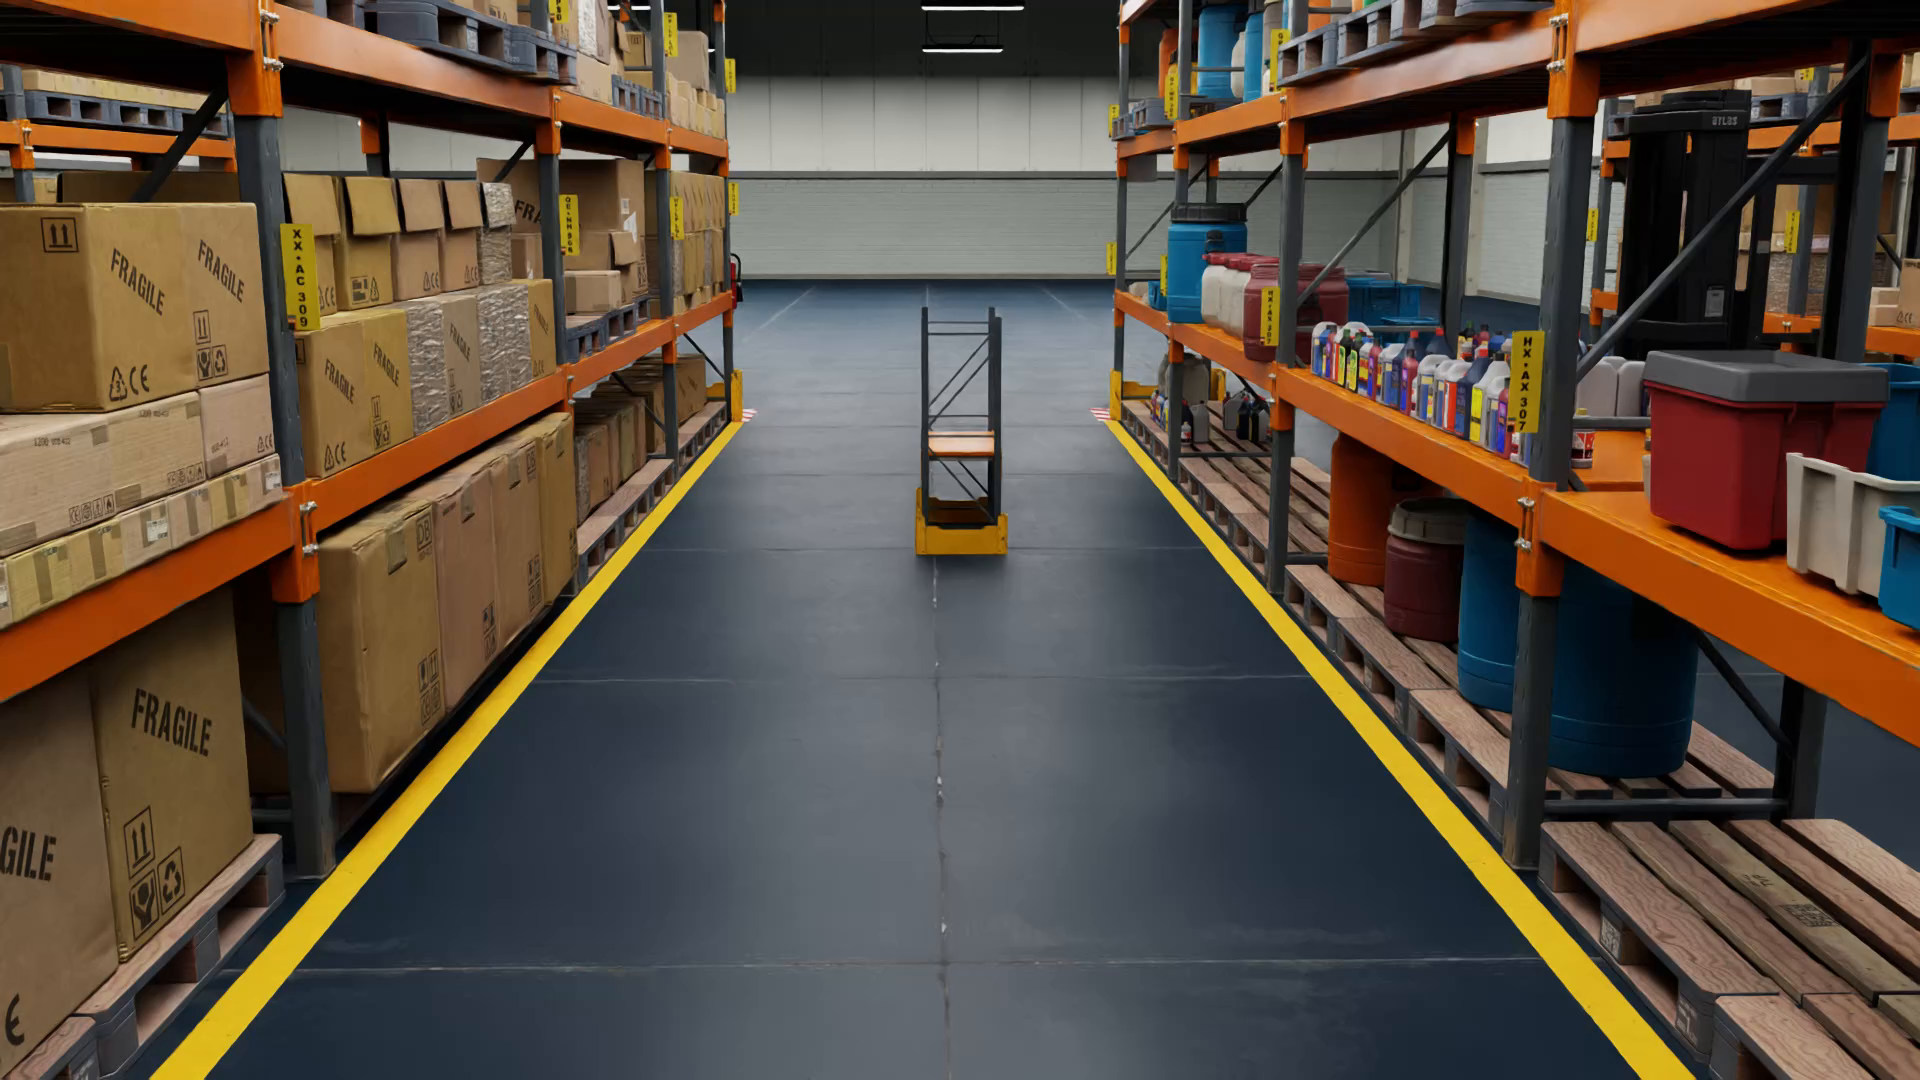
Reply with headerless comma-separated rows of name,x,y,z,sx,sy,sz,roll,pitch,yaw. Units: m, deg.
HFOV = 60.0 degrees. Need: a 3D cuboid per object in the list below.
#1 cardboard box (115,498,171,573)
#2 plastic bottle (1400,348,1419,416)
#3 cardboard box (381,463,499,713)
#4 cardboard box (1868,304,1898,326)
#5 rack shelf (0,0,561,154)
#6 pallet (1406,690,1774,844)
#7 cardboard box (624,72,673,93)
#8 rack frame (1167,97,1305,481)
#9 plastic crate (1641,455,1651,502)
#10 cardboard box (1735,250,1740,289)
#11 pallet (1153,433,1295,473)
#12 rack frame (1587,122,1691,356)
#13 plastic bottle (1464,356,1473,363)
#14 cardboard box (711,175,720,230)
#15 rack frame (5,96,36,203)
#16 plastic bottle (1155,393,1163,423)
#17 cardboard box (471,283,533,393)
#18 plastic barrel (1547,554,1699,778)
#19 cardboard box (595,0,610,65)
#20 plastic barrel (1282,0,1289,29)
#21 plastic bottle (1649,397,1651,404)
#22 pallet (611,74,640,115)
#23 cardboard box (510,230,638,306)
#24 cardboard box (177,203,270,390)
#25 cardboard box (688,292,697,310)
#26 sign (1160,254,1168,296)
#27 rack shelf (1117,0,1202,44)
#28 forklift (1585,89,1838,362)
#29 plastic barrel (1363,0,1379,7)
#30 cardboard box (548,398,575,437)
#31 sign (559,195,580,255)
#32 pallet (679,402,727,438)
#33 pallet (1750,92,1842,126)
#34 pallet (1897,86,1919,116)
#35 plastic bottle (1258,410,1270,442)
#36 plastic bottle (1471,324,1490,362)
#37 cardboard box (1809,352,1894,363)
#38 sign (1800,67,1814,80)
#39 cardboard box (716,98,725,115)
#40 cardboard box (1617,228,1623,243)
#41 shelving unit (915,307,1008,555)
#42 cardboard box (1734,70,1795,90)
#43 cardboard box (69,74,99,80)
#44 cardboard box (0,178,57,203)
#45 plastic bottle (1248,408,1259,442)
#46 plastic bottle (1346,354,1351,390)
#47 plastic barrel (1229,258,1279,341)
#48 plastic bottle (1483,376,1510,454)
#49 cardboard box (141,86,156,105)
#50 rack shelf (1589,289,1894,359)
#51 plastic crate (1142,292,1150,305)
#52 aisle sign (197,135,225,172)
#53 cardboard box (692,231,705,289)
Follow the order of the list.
cardboard box,-2.249,-0.014,4.214,0.380,0.149,0.250,0,11,0
plastic bottle,1.945,-0.681,7.165,0.061,0.283,0.133,0,11,-1
cardboard box,-2.652,0.181,6.909,1.225,0.875,0.875,-1,11,-3
cardboard box,6.954,-1.680,12.425,0.380,0.149,0.250,0,11,-1
rack shelf,-2.641,-1.864,6.970,1.077,0.370,4.000,0,11,-1
pallet,2.378,0.843,6.371,1.003,0.211,1.213,0,11,-1
cardboard box,-2.463,-3.597,13.077,0.380,0.149,0.250,-1,11,-3
rack frame,2.187,-1.960,13.176,1.000,3.000,0.127,0,11,-1
plastic crate,2.219,-0.177,4.899,0.396,0.136,0.243,0,11,-1
cardboard box,7.100,-2.321,14.706,0.700,0.500,0.500,0,11,0
pallet,2.215,-0.727,14.112,1.003,0.211,1.213,0,11,-1
rack frame,7.057,-2.775,17.192,1.000,3.000,0.127,0,11,-1
plastic bottle,2.120,-0.634,6.962,0.097,0.271,0.097,0,11,0
cardboard box,-2.573,-3.212,15.832,0.500,0.500,0.500,0,11,-1
rack frame,-7.726,-1.939,13.074,1.000,3.000,0.127,0,11,-1
plastic bottle,1.838,-1.204,15.204,0.097,0.271,0.097,0,11,0
cardboard box,-2.419,-0.997,8.179,0.500,0.500,0.500,0,11,-2
plastic barrel,2.358,0.345,6.038,0.600,0.901,0.708,0,11,-1
cardboard box,-2.459,-3.204,10.254,0.500,0.500,0.500,-1,11,-3
plastic barrel,2.442,-3.315,11.052,0.600,0.901,0.708,0,11,-1
plastic bottle,2.737,-0.501,6.482,0.097,0.201,0.097,0,11,0
pallet,-2.834,-2.988,11.173,1.213,0.211,1.003,0,11,-1
cardboard box,-2.636,-1.852,11.327,0.797,0.503,0.637,1,12,5
cardboard box,-2.322,-0.699,4.703,0.500,0.500,0.500,0,11,0
cardboard box,-2.472,-2.059,14.297,0.380,0.149,0.250,0,11,-1
sign,1.637,-2.096,13.148,0.100,0.325,0.005,0,11,-1
rack shelf,2.146,-4.749,14.650,1.077,0.370,4.000,0,11,-1
forklift,5.501,-1.627,11.708,3.031,2.935,1.130,-2,12,-10
plastic barrel,2.062,-2.553,7.889,0.294,0.245,0.294,0,11,0
cardboard box,-2.747,-0.741,10.462,0.500,0.250,0.500,1,12,5
sign,-2.127,-1.715,9.056,0.100,0.325,0.005,0,11,-1
pallet,-2.864,-1.191,16.401,1.003,0.211,1.213,0,11,-1
pallet,7.096,-3.576,13.818,1.003,0.211,1.213,0,11,-1
pallet,7.171,-3.181,12.129,0.805,0.209,1.217,-1,11,-3
plastic bottle,2.585,-0.970,14.040,0.152,0.276,0.135,0,11,1
plastic bottle,2.710,-0.983,8.654,0.061,0.283,0.133,0,11,-1
cardboard box,7.443,-1.299,13.890,0.500,0.500,0.500,0,11,-1
sign,6.585,-3.739,12.902,0.100,0.325,0.005,0,11,-1
cardboard box,-2.529,-4.273,16.406,0.380,0.149,0.250,0,11,-1
cardboard box,6.850,-3.063,16.729,0.380,0.149,0.250,0,11,-2
shelving unit,-0.002,-0.750,10.985,0.587,1.500,1.083,0,11,-1
cardboard box,7.232,-4.103,14.524,0.797,0.503,0.637,1,12,5
cardboard box,-7.468,-3.935,13.689,0.500,0.250,0.500,0,11,-2
cardboard box,-7.699,-2.616,13.314,0.875,0.550,0.550,0,11,-1
plastic bottle,2.479,-0.973,14.037,0.061,0.283,0.133,0,11,-1
plastic bottle,1.943,-0.839,8.148,0.097,0.201,0.097,0,11,0
plastic barrel,2.012,-1.604,11.078,0.433,0.535,0.433,0,11,0
plastic bottle,2.014,-0.459,6.087,0.152,0.276,0.135,0,11,-1
cardboard box,-7.431,-3.968,14.855,0.380,0.149,0.250,0,11,0
rack shelf,7.098,-2.025,15.304,1.077,0.370,4.000,0,11,-1
plastic crate,1.901,-2.153,14.788,0.530,0.136,0.437,0,11,-1
aisle sign,-7.510,-4.024,16.810,0.394,0.787,0.004,0,11,-1
cardboard box,-2.767,-2.522,14.947,0.875,0.500,0.500,0,11,-1
